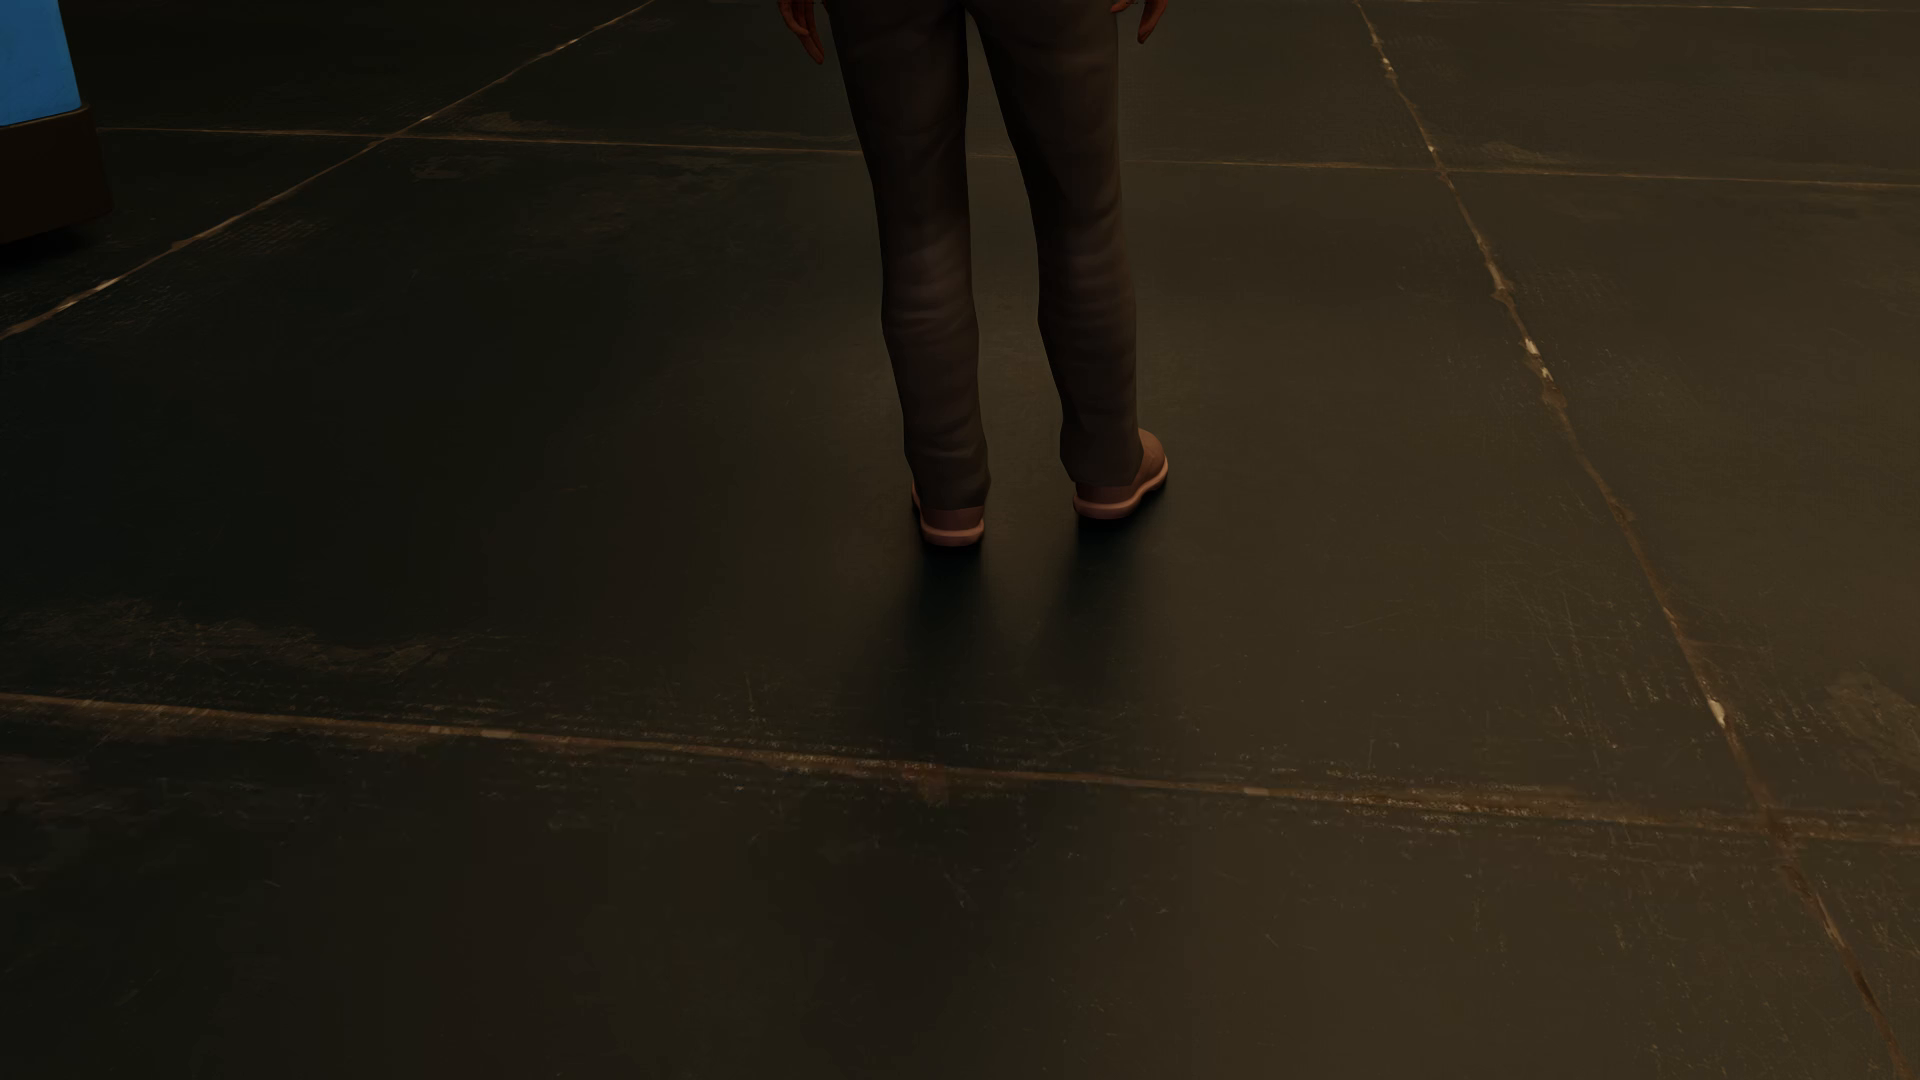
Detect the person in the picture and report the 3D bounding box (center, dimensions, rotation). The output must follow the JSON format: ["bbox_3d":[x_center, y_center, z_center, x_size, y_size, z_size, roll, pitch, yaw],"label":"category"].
[{"bbox_3d":[0.031,-0.784,2.203,0.570,1.656,0.503,3,27,7],"label":"person"}]

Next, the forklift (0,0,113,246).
[{"bbox_3d":[-3.528,-2.115,3.456,3.031,2.935,1.130,12,29,23],"label":"forklift"}]
